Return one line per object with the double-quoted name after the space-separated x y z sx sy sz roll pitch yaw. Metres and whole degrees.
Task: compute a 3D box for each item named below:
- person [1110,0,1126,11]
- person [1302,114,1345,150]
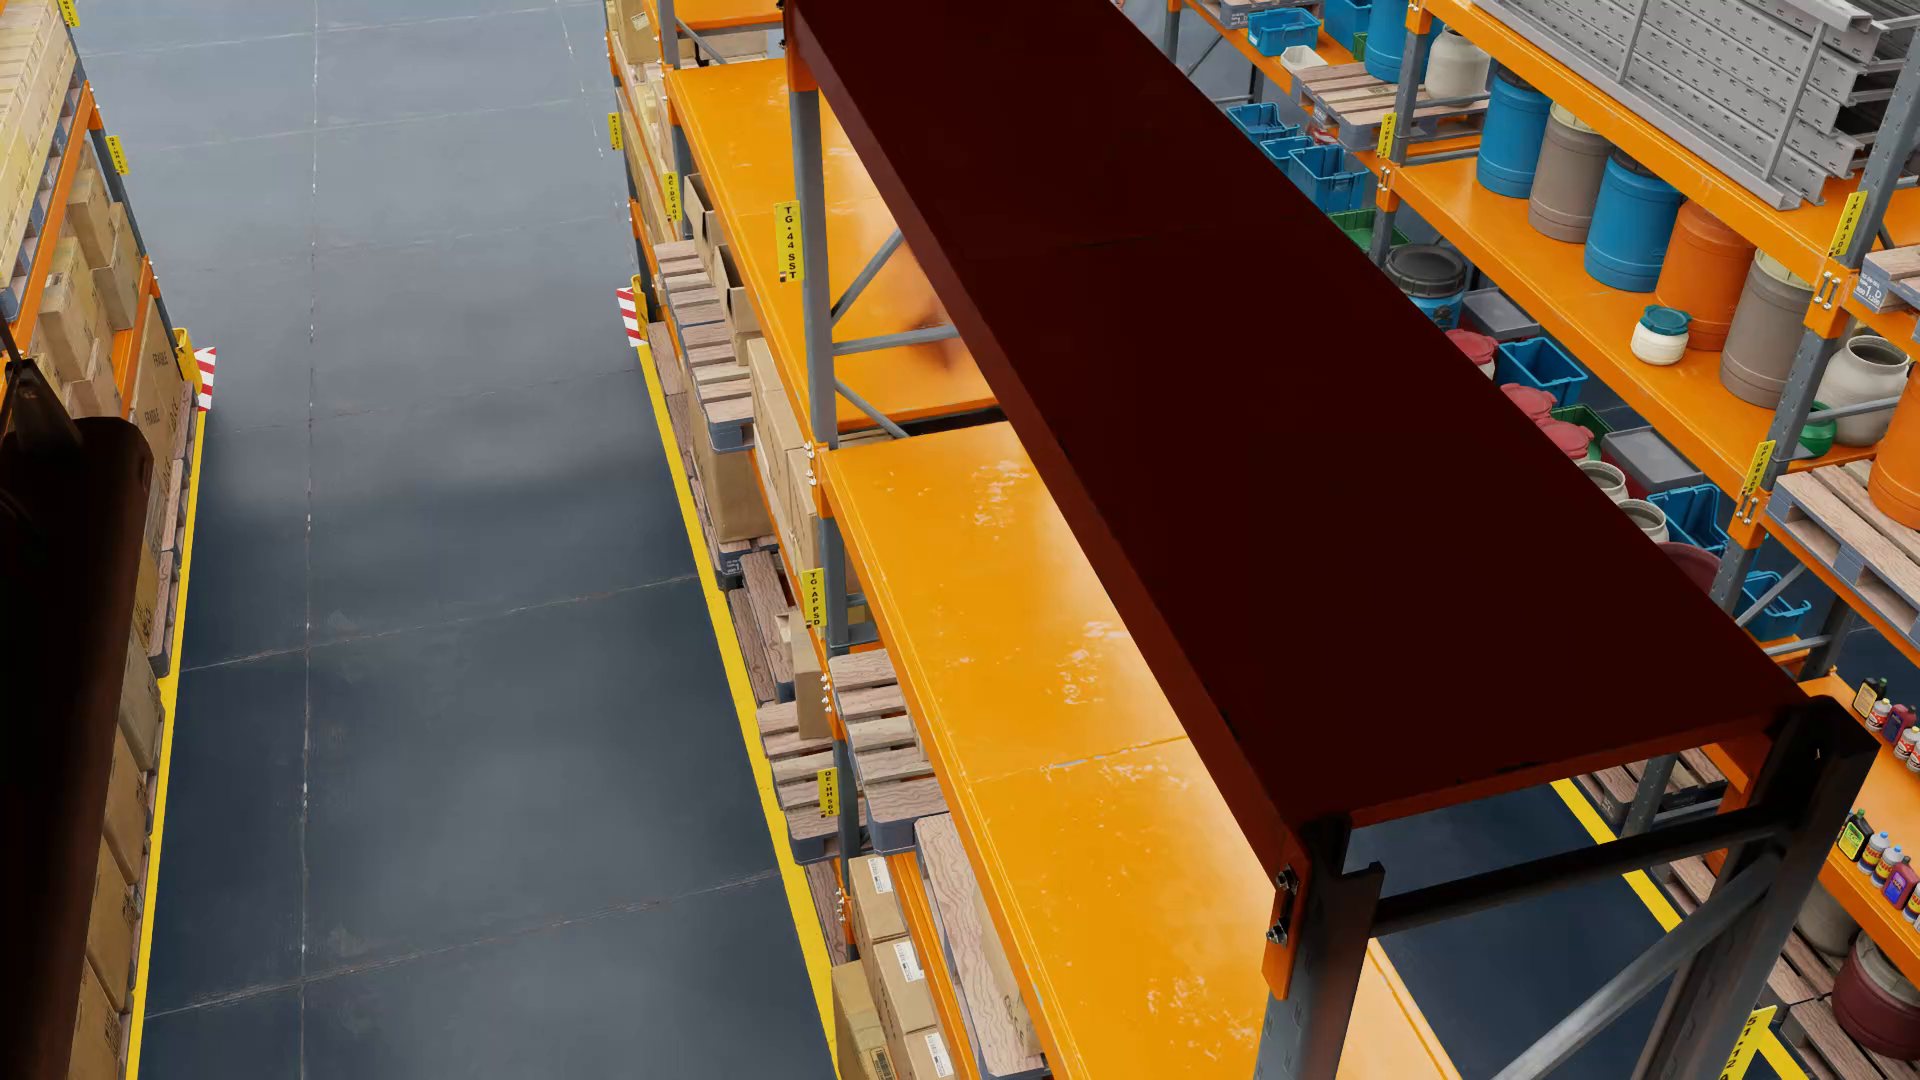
1.618 -5.864 18.763 0.949 1.775 0.683 2 38 3 "person"
3.607 -3.936 16.388 0.684 1.745 0.522 -17 41 -20 "person"
